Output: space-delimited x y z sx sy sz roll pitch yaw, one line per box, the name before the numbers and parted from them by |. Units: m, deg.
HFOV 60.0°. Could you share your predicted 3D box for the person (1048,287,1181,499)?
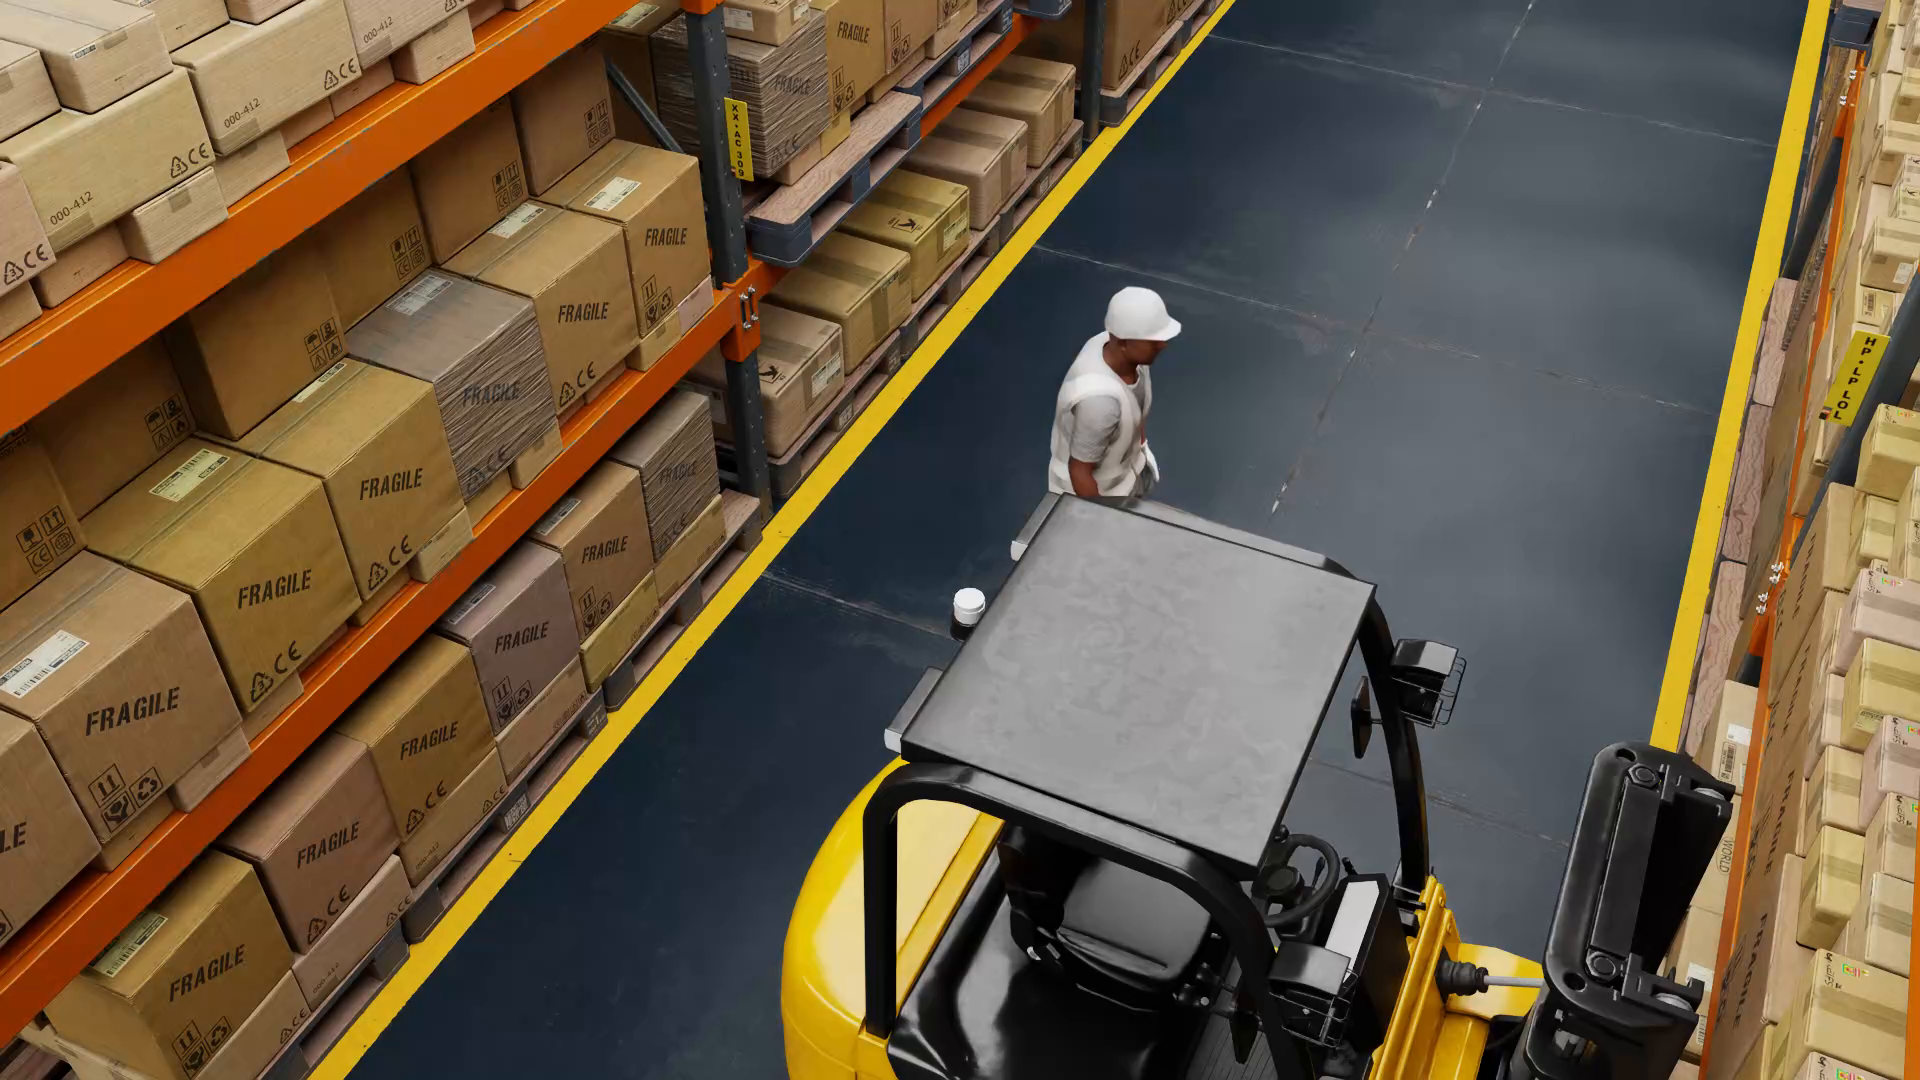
person | 0.567 -0.204 6.378 0.426 1.778 0.584 16 44 17
